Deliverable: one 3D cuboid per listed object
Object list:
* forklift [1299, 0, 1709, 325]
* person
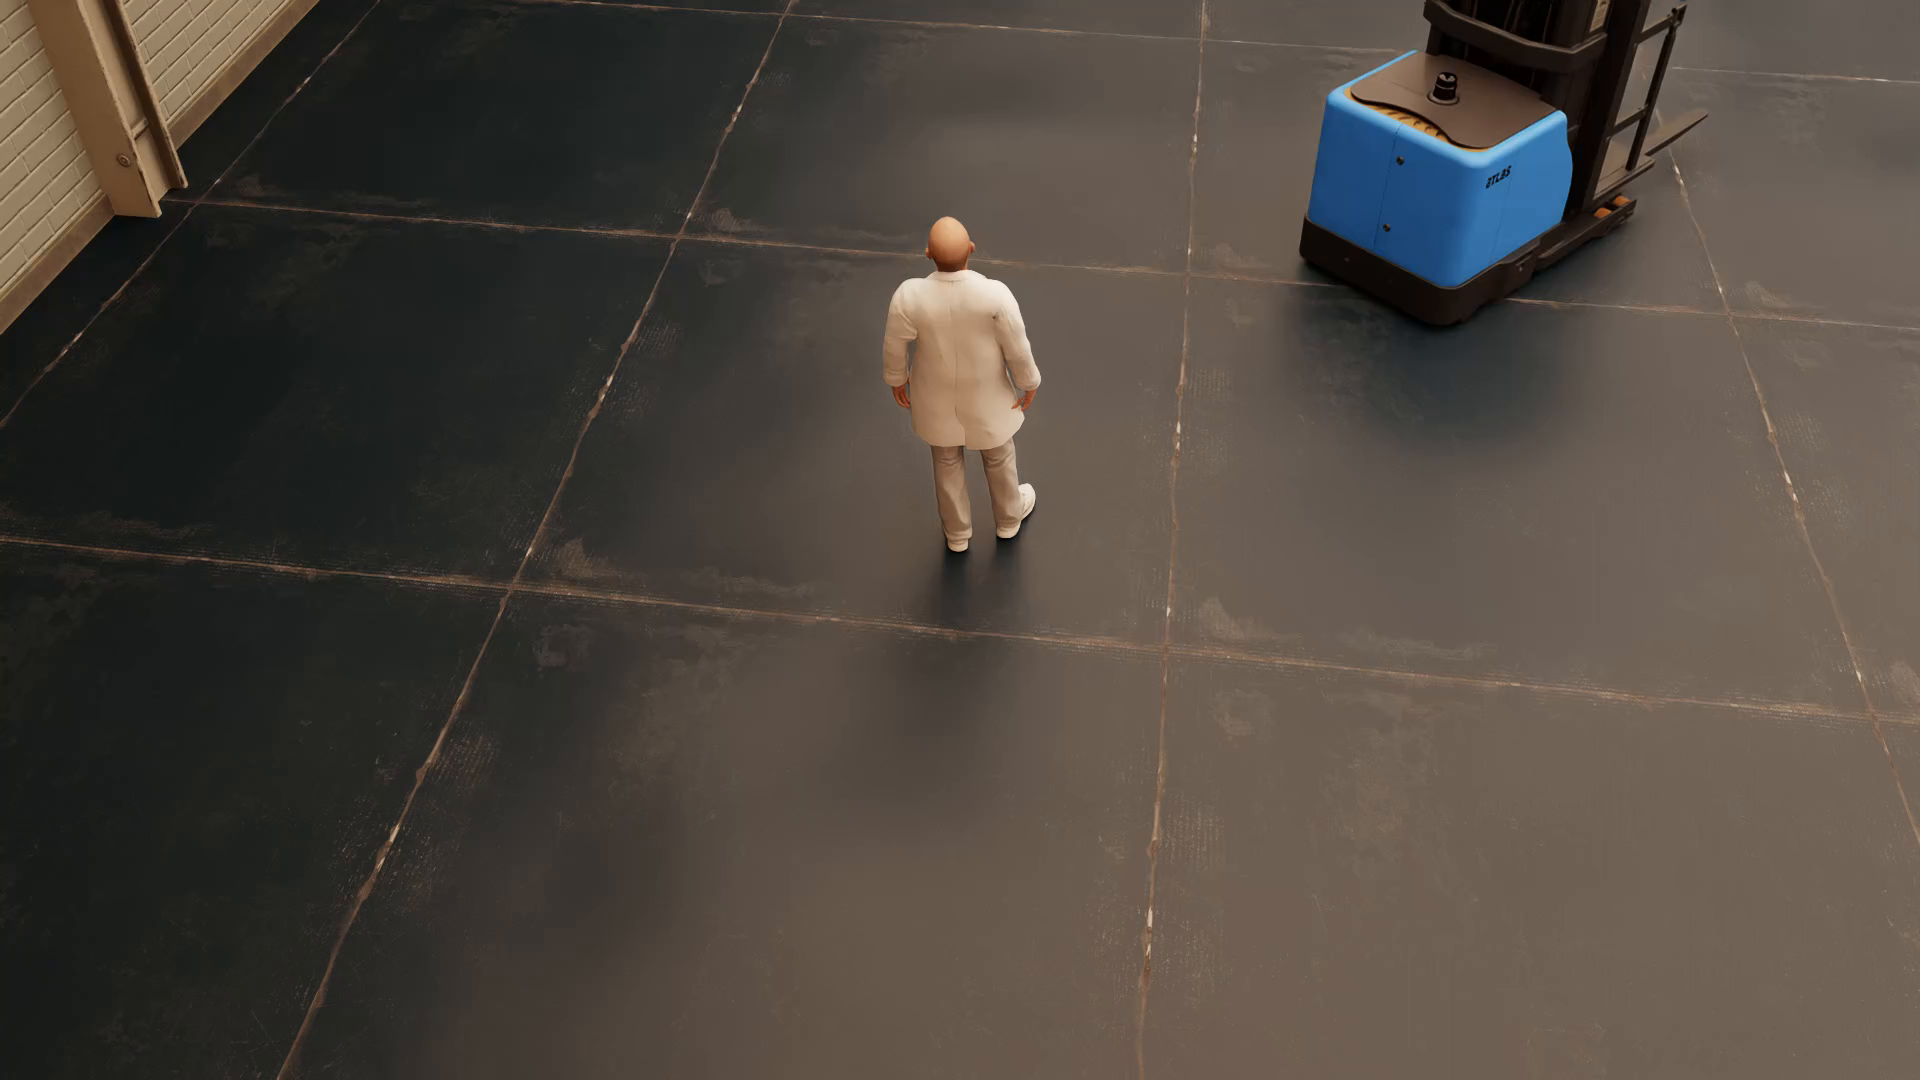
[{"bbox_3d":[3.390,-3.112,9.112,3.031,2.935,1.130,-31,51,-29],"label":"forklift"},{"bbox_3d":[0.016,-0.721,7.351,0.696,1.777,0.578,5,43,6],"label":"person"}]
